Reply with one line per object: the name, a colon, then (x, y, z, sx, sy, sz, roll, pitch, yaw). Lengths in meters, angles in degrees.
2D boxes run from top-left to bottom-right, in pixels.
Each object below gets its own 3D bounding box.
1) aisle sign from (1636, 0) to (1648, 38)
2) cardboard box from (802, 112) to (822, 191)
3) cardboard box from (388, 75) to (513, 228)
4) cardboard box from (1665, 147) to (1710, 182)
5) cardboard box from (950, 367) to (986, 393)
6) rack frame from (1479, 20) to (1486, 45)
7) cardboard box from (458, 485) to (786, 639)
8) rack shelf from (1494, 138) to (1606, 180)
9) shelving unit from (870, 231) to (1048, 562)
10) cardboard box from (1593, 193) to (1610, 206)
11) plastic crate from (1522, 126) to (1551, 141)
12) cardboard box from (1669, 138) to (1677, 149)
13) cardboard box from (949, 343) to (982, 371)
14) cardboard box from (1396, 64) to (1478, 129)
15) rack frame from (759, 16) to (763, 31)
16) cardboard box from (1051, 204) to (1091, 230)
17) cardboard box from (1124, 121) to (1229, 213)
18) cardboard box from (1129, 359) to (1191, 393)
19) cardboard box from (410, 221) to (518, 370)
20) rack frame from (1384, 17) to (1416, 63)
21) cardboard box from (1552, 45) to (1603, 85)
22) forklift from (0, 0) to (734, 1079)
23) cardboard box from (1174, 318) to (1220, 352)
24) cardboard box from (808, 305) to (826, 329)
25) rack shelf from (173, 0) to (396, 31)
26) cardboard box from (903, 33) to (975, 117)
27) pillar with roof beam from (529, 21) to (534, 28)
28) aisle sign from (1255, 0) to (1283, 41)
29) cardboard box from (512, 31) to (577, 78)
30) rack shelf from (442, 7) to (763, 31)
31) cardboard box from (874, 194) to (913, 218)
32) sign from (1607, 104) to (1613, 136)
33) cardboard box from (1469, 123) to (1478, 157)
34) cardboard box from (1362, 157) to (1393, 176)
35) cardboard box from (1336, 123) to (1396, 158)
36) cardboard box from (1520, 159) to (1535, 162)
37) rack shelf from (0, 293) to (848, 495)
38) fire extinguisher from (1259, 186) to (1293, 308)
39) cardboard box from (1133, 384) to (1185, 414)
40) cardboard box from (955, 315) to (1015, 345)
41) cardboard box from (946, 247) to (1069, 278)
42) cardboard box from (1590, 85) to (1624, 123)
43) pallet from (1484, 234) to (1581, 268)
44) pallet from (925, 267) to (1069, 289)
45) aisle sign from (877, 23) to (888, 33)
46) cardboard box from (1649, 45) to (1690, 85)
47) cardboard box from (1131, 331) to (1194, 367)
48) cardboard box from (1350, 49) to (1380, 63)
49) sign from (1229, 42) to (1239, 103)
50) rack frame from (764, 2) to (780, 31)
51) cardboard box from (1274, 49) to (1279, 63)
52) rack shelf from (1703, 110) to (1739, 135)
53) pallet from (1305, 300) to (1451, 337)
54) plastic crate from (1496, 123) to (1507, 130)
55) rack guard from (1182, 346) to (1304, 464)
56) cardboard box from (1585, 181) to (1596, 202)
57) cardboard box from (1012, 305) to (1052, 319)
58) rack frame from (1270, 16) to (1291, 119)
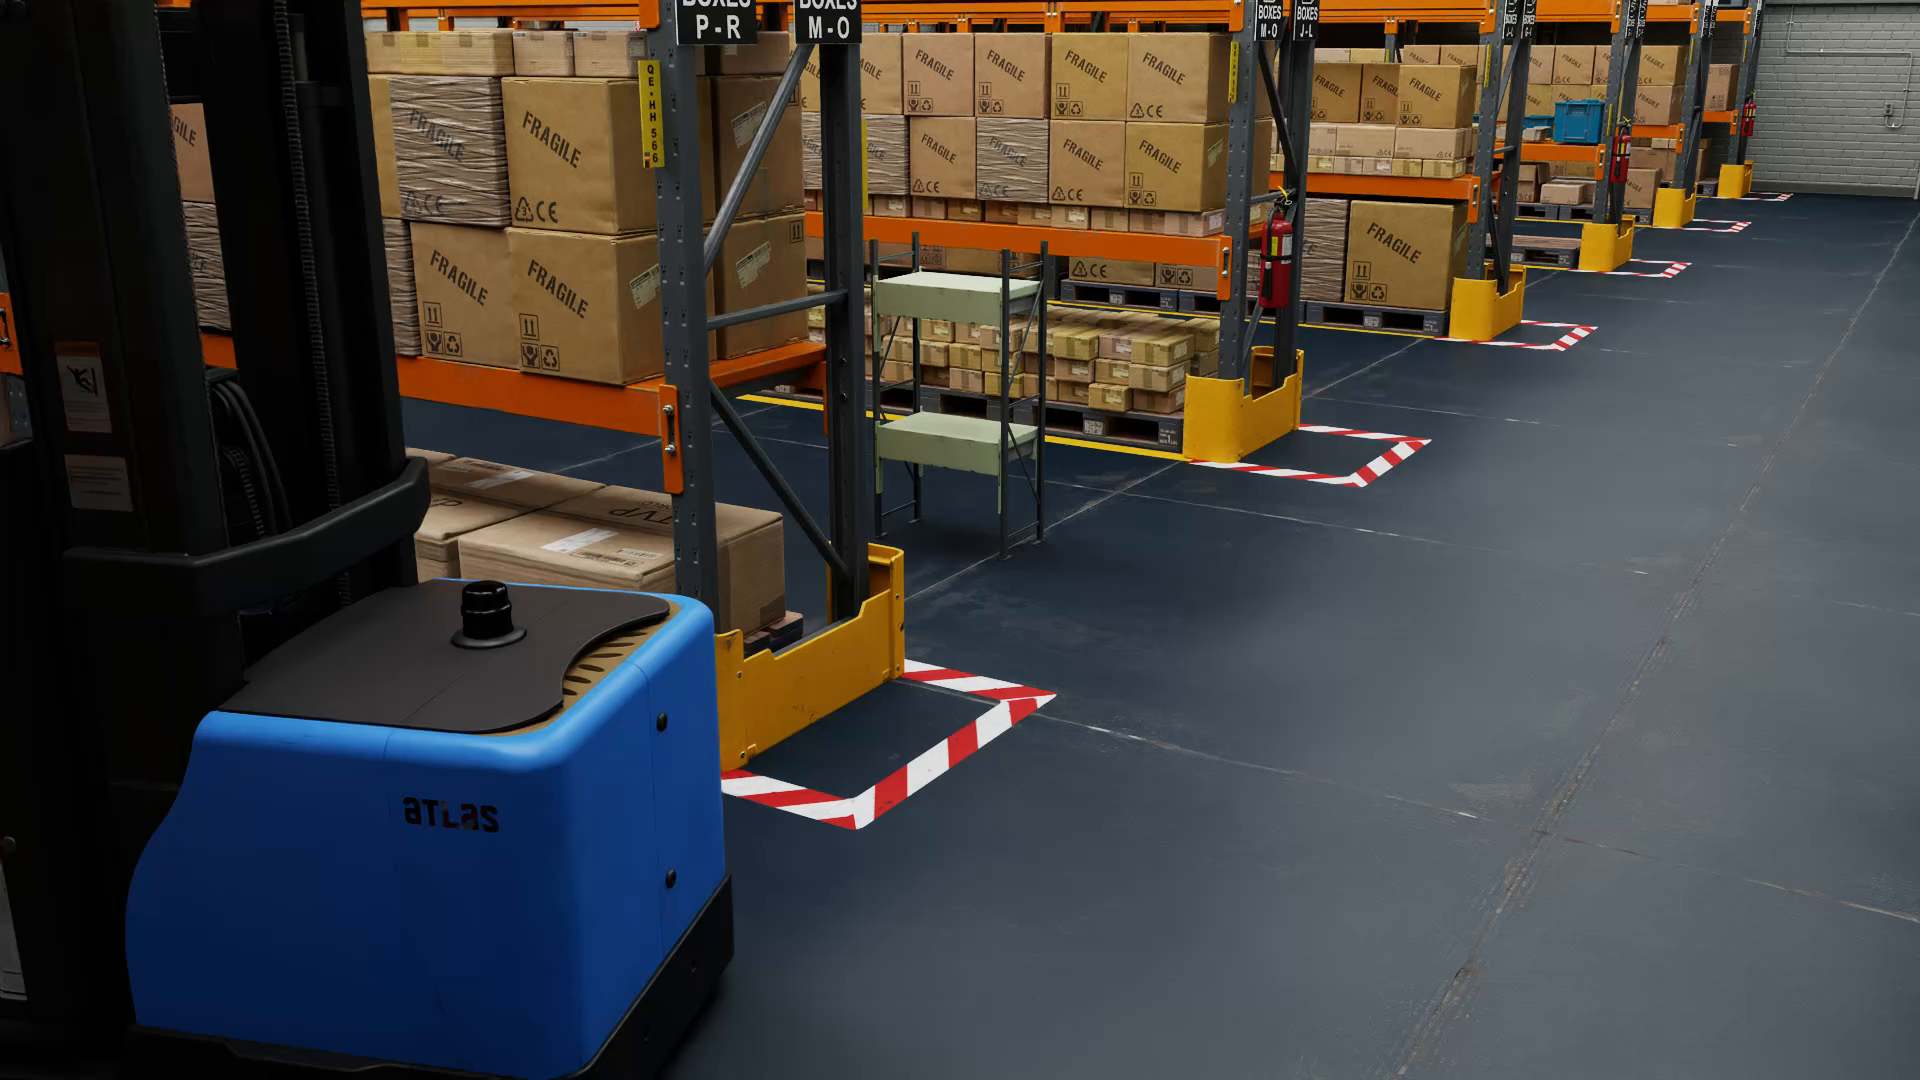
aisle sign: (7.327, -5.787, 17.799, 0.004, 0.787, 0.394, 10, 20, 30)
cardboard box: (-0.857, -2.628, 11.189, 0.500, 0.500, 0.500, 10, 20, 30)
cardboard box: (-1.665, -1.412, 5.977, 0.500, 0.500, 0.500, 10, 20, 30)
cardboard box: (11.646, -6.021, 26.619, 0.500, 0.500, 0.700, 10, 20, 30)
cardboard box: (0.136, -1.086, 10.977, 0.250, 0.149, 0.380, 11, 20, 31)
rack frame: (8.886, -7.543, 28.051, 0.127, 3.000, 1.000, 10, 20, 30)
cardboard box: (-1.283, 0.150, 6.412, 0.875, 0.438, 0.875, 9, 19, 28)
rack shelf: (5.405, -4.441, 19.077, 4.000, 0.370, 1.077, 10, 20, 30)
shelving unit: (-0.006, -0.719, 8.167, 0.755, 1.500, 0.431, 10, 20, 30)
cardboard box: (8.815, -4.667, 22.703, 0.250, 0.166, 0.380, 10, 20, 30)
plastic crate: (6.320, -4.462, 18.261, 0.243, 0.136, 0.396, 10, 20, 30)
cardboard box: (11.441, -6.306, 26.441, 0.250, 0.149, 0.380, 10, 19, 29)
cardboard box: (0.136, -1.227, 10.931, 0.250, 0.149, 0.380, 11, 20, 33)
cardboard box: (3.965, -3.692, 13.831, 0.500, 0.500, 0.500, 10, 20, 31)
rack frame: (-2.299, -4.471, 17.938, 0.127, 3.000, 1.000, 10, 20, 30)
cardboard box: (0.767, -2.015, 10.285, 0.250, 0.149, 0.380, 11, 20, 32)
cardboard box: (1.318, -2.236, 9.896, 0.500, 0.500, 0.500, 11, 20, 31)
cardboard box: (1.237, -1.030, 10.280, 0.250, 0.149, 0.380, 10, 19, 29)
cardboard box: (-1.638, -0.935, 6.127, 0.500, 0.500, 0.500, 10, 19, 29)
rack frame: (6.297, -6.315, 24.010, 0.127, 3.000, 1.000, 10, 20, 30)
cardboard box: (8.307, -6.387, 22.354, 0.500, 0.500, 0.500, 11, 20, 32)
forklift: (-2.179, -0.189, 3.962, 3.031, 2.935, 1.130, 4, 17, 12)
cardboard box: (1.567, -1.326, 10.745, 0.250, 0.149, 0.380, 9, 19, 28)
cardboard box: (-0.943, -1.584, 11.594, 0.250, 0.149, 0.380, 10, 19, 29)
rack shelf: (-6.685, -4.653, 14.615, 4.000, 0.370, 1.077, 10, 20, 30)
cardboard box: (-0.016, -2.951, 10.531, 0.500, 0.500, 0.500, 9, 19, 28)
pillar with roof beam: (-12.769, -13.105, 36.042, 0.400, 9.000, 9.100, 10, 20, 30)
aisle sign: (1.741, -3.199, 9.280, 0.004, 0.787, 0.394, 10, 20, 30)
cardboard box: (-1.308, -1.674, 5.722, 0.250, 0.149, 0.380, 11, 20, 31)
rack shelf: (-4.004, -5.866, 18.608, 4.000, 0.370, 1.077, 10, 20, 30)
cardboard box: (-0.355, -2.217, 10.950, 0.250, 0.149, 0.380, 11, 20, 32)
sign: (6.836, -4.420, 17.490, 0.005, 0.325, 0.100, 10, 20, 30)
cardboard box: (4.250, -3.464, 14.371, 0.500, 0.250, 0.500, 10, 19, 29)
cardboard box: (3.605, -3.184, 14.135, 0.250, 0.149, 0.380, 10, 20, 30)
cardboard box: (3.534, -3.410, 14.192, 0.500, 0.250, 0.500, 10, 19, 29)
cardboard box: (9.470, -6.408, 27.895, 0.500, 0.500, 0.700, 10, 20, 31)
rack shelf: (-2.373, -0.759, 6.958, 4.000, 0.370, 1.077, 10, 20, 30)
fire extinguisher: (1.809, -1.673, 9.502, 0.183, 0.674, 0.296, 10, 20, 30)
cardboard box: (1.278, -0.906, 10.386, 0.250, 0.149, 0.380, 11, 20, 31)
cardboard box: (0.169, -1.390, 10.956, 0.250, 0.149, 0.380, 9, 19, 28)
cardboard box: (0.553, -3.139, 16.487, 0.875, 0.875, 1.225, 10, 20, 30)
cardboard box: (8.737, -5.833, 22.252, 0.500, 0.500, 0.500, 10, 20, 31)
pallet: (6.427, -3.281, 18.820, 1.213, 0.211, 1.003, 10, 20, 30)
pallet: (0.412, -2.627, 16.665, 1.213, 0.211, 1.003, 10, 20, 30)
aisle sign: (-1.558, -10.548, 33.474, 0.004, 0.787, 0.394, 10, 20, 30)
cardboard box: (9.465, -6.366, 22.285, 0.500, 0.500, 0.500, 11, 20, 32)
cardboard box: (1.252, -1.180, 10.264, 0.250, 0.149, 0.380, 10, 20, 31)
cardboard box: (7.054, -8.344, 28.681, 0.500, 0.250, 0.500, 10, 19, 29)
sign: (1.528, -2.612, 9.282, 0.005, 0.325, 0.100, 10, 20, 30)
rack frame: (-1.573, -2.649, 11.942, 0.127, 3.000, 1.000, 10, 20, 30)
cardboard box: (5.754, -8.572, 29.432, 0.500, 0.250, 0.500, 11, 20, 31)
rack shelf: (10.590, -6.894, 27.154, 4.000, 0.370, 1.077, 10, 20, 30)
pallet: (3.795, -2.022, 14.674, 1.213, 0.211, 1.003, 10, 20, 30)
plastic crate: (6.264, -4.675, 18.960, 0.298, 0.136, 0.250, 10, 20, 30)
rack guard: (1.771, -0.856, 10.340, 0.348, 0.500, 1.175, 10, 20, 30)
cardboard box: (8.964, -4.831, 23.097, 0.500, 0.250, 0.500, 10, 20, 30)
cardboard box: (0.435, -1.521, 11.388, 0.250, 0.149, 0.380, 10, 20, 31)
rack frame: (3.701, -5.089, 19.973, 0.127, 3.000, 1.000, 10, 20, 30)
